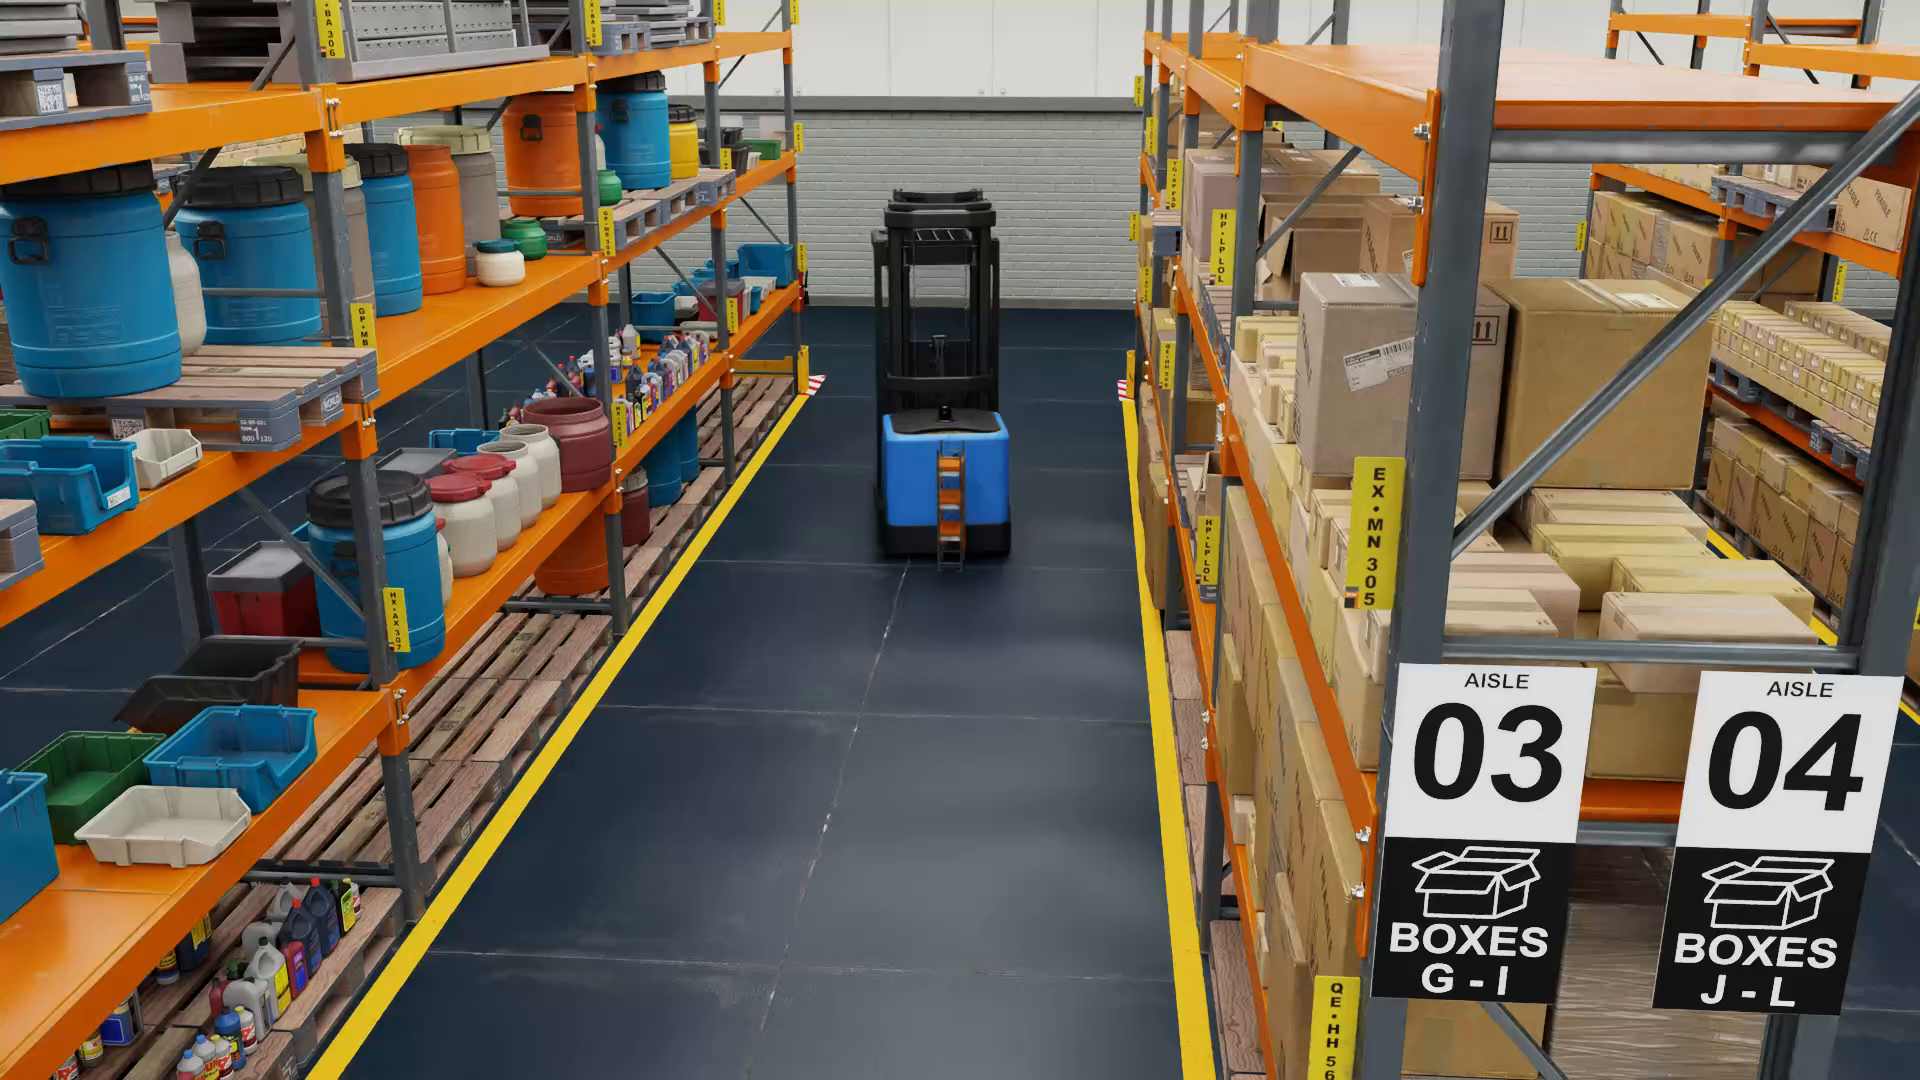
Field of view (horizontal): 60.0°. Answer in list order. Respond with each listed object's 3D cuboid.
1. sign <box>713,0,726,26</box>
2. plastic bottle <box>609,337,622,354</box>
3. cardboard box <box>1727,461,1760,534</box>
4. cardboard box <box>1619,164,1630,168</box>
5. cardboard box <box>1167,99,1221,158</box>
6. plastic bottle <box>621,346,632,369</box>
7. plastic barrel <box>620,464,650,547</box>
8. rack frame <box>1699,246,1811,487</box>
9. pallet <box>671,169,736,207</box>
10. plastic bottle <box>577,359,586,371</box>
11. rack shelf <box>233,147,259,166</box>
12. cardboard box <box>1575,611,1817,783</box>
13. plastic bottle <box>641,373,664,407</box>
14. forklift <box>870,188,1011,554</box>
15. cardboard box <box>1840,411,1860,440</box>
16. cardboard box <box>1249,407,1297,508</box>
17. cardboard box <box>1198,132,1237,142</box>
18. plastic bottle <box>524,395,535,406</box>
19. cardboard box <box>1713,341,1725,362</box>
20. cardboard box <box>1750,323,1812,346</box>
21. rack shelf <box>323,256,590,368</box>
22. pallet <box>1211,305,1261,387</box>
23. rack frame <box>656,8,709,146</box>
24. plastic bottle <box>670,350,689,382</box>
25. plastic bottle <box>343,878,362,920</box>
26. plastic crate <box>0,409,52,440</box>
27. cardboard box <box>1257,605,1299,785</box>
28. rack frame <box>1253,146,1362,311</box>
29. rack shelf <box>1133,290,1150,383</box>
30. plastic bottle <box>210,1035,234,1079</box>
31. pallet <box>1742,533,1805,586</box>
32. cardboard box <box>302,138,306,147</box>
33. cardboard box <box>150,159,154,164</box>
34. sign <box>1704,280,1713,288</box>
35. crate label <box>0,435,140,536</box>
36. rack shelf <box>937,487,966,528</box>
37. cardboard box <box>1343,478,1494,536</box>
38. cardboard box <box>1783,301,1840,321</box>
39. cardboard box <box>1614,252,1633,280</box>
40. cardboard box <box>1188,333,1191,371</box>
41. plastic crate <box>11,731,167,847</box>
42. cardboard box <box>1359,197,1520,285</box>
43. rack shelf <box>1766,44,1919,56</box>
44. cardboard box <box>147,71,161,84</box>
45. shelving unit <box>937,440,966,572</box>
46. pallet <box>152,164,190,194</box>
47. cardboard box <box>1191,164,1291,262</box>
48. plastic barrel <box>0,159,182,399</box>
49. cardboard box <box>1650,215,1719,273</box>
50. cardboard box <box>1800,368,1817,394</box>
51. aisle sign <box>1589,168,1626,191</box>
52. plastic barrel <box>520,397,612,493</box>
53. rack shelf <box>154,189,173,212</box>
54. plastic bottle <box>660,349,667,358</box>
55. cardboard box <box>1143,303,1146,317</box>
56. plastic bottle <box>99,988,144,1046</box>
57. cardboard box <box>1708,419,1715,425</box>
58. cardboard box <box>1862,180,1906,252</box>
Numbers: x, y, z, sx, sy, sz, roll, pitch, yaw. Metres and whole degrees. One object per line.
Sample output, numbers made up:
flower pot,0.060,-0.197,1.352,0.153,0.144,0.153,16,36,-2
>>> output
sign,-2.132,-4.723,14.720,0.100,0.325,0.005,1,18,4
plastic bottle,-3.120,-1.676,14.921,0.152,0.276,0.135,1,18,4
cardboard box,6.845,-0.355,14.030,0.500,0.500,0.500,2,18,6
cardboard box,7.157,-4.031,17.331,0.500,0.250,0.500,2,18,6
cardboard box,2.255,-3.838,15.506,0.700,0.500,0.500,0,18,1
plastic bottle,-2.995,-1.644,14.942,0.097,0.201,0.097,0,18,0
plastic barrel,-2.869,-0.299,13.715,0.600,0.588,0.708,1,18,4
rack frame,7.196,-1.732,14.890,0.949,2.616,0.053,1,18,4
pallet,-2.640,-3.074,14.474,1.213,0.211,1.003,1,18,4
plastic bottle,-3.213,-1.393,14.063,0.097,0.271,0.097,0,18,0
rack shelf,-10.142,-3.573,14.332,5.871,1.248,5.083,1,18,4
cardboard box,1.691,0.355,3.945,0.500,0.250,0.500,2,18,6
plastic bottle,-2.515,-1.241,13.592,0.152,0.276,0.135,1,18,4
forklift,-0.225,-1.691,14.877,1.130,2.935,3.031,-2,18,-5
cardboard box,6.509,-0.810,11.807,0.380,0.149,0.250,1,18,4
cardboard box,1.319,-0.291,5.916,0.500,0.250,0.500,1,18,2
cardboard box,1.919,-2.765,12.392,0.500,0.500,0.500,2,18,7
plastic bottle,-3.307,-0.983,12.814,0.097,0.271,0.097,0,18,0
cardboard box,6.698,-1.613,14.259,0.380,0.149,0.250,2,18,5
cardboard box,6.639,-1.659,13.443,0.380,0.149,0.250,1,18,3
rack shelf,-3.111,-1.297,9.589,0.919,0.124,3.809,1,18,4
pallet,1.836,-0.915,7.881,1.213,0.211,1.003,1,18,4
rack frame,-2.678,-4.835,14.727,0.949,2.616,0.053,1,18,4
plastic bottle,-2.449,-1.526,14.461,0.152,0.276,0.135,1,18,4
plastic bottle,-2.970,1.741,8.081,0.097,0.201,0.097,0,18,0
plastic crate,-3.639,-0.340,6.167,0.336,0.188,0.450,1,18,4
cardboard box,1.304,0.547,5.692,0.500,0.500,0.500,1,18,4
rack frame,1.689,-2.240,6.807,0.949,2.616,0.053,1,18,4
rack shelf,2.403,-2.153,17.331,1.077,0.370,4.000,1,18,4
plastic bottle,-3.062,2.139,6.865,0.097,0.201,0.097,0,18,0
pallet,7.060,0.215,13.427,1.003,0.211,1.213,1,18,4
cardboard box,-7.178,-4.216,17.897,0.500,0.250,0.500,1,18,4
cardboard box,-7.731,-3.661,14.966,0.600,0.600,0.600,0,18,-1
sign,6.657,-2.153,14.785,0.100,0.325,0.005,1,18,4
crate label,-3.077,-0.186,5.595,0.502,0.251,0.408,1,18,4
rack shelf,-0.071,-0.266,13.558,0.215,0.259,0.240,2,22,5
cardboard box,1.290,-0.102,4.699,0.380,0.149,0.250,2,18,5
cardboard box,7.365,-1.965,14.377,0.380,0.149,0.250,2,18,6
cardboard box,7.118,-2.711,17.240,0.500,0.500,0.500,2,18,5
cardboard box,2.091,-1.585,12.670,0.797,0.503,0.637,2,18,5
plastic crate,-3.633,1.016,6.844,0.450,0.188,0.662,1,18,4
cardboard box,1.908,-1.095,6.690,0.500,0.500,0.500,1,18,2
rack shelf,7.056,-3.556,12.193,0.919,0.052,3.809,1,18,4
cardboard box,-7.625,-4.196,15.827,0.700,0.500,0.500,1,18,4
shelving unit,-0.071,-0.276,13.554,0.215,1.050,0.252,2,22,5
pallet,-7.738,-3.231,14.951,1.213,0.211,1.003,1,18,4
cardboard box,1.613,-1.888,9.586,0.500,0.500,0.500,1,18,2
plastic barrel,-3.433,-1.056,6.532,0.600,0.901,0.708,1,18,4
cardboard box,7.046,-2.867,16.111,0.500,0.500,0.500,2,18,5
cardboard box,6.566,-1.194,12.501,0.380,0.149,0.250,1,18,4
aisle sign,7.192,-4.239,18.366,0.394,0.787,0.004,1,18,4
plastic barrel,-2.699,-0.656,11.388,0.600,0.536,0.708,1,18,4
rack shelf,-7.765,-2.558,13.751,1.077,0.370,4.000,1,18,4
plastic bottle,-2.575,-1.520,14.452,0.097,0.271,0.097,0,18,0
cardboard box,2.100,-2.406,16.712,0.500,0.250,0.500,2,18,5
plastic bottle,-3.621,2.013,7.129,0.152,0.276,0.135,1,18,4
cardboard box,6.944,-1.056,15.776,0.380,0.149,0.250,2,18,5
cardboard box,6.723,-2.301,11.649,0.500,0.500,0.500,1,18,4
